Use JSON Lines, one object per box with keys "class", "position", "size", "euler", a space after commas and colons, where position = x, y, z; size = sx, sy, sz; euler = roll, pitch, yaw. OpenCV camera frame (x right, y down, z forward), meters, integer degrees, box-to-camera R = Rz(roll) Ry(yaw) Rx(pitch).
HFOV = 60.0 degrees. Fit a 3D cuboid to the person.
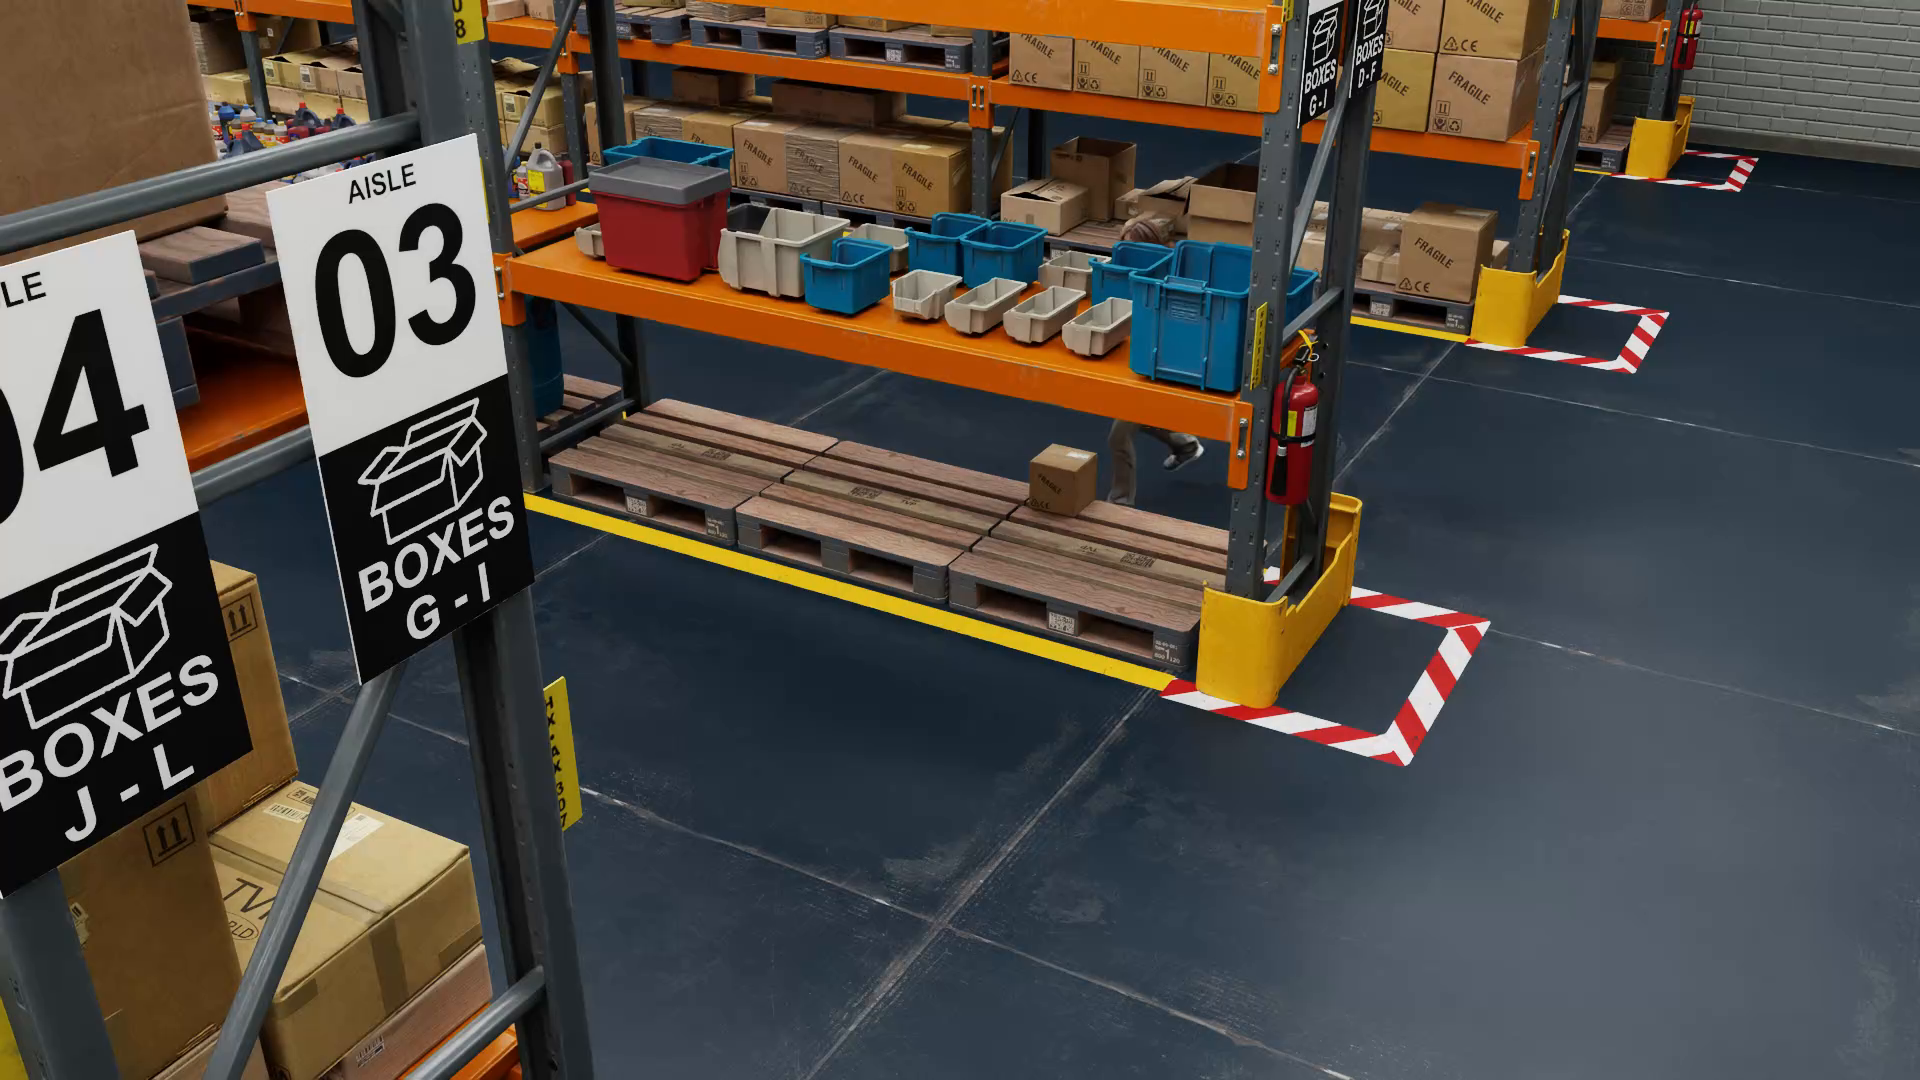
{"class": "person", "position": [0.943, -0.868, 8.337], "size": [0.802, 1.550, 0.526], "euler": [-9, 28, -18]}
